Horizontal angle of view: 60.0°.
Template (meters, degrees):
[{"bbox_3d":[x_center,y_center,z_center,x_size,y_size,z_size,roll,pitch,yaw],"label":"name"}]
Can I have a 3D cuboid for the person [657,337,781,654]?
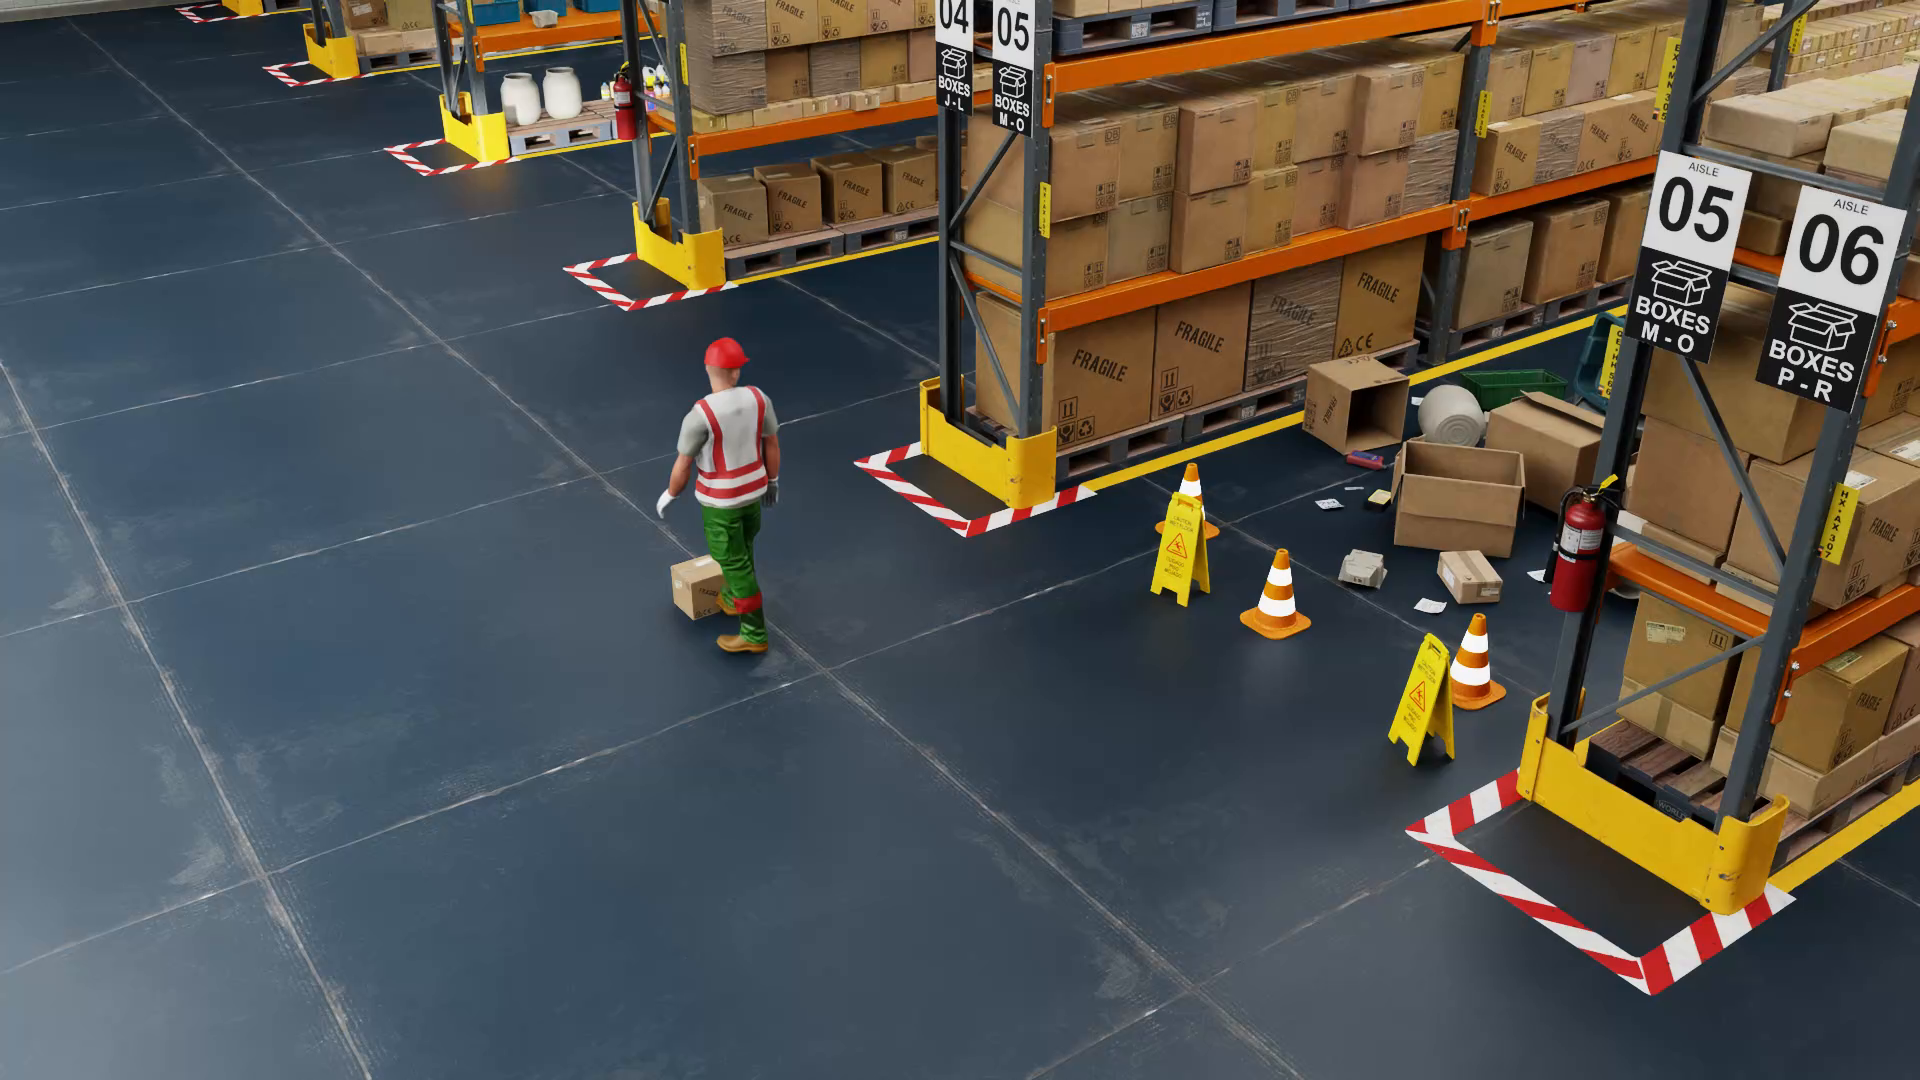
[{"bbox_3d":[-1.335,-0.268,9.048,0.727,1.770,0.615,24,36,37],"label":"person"}]
